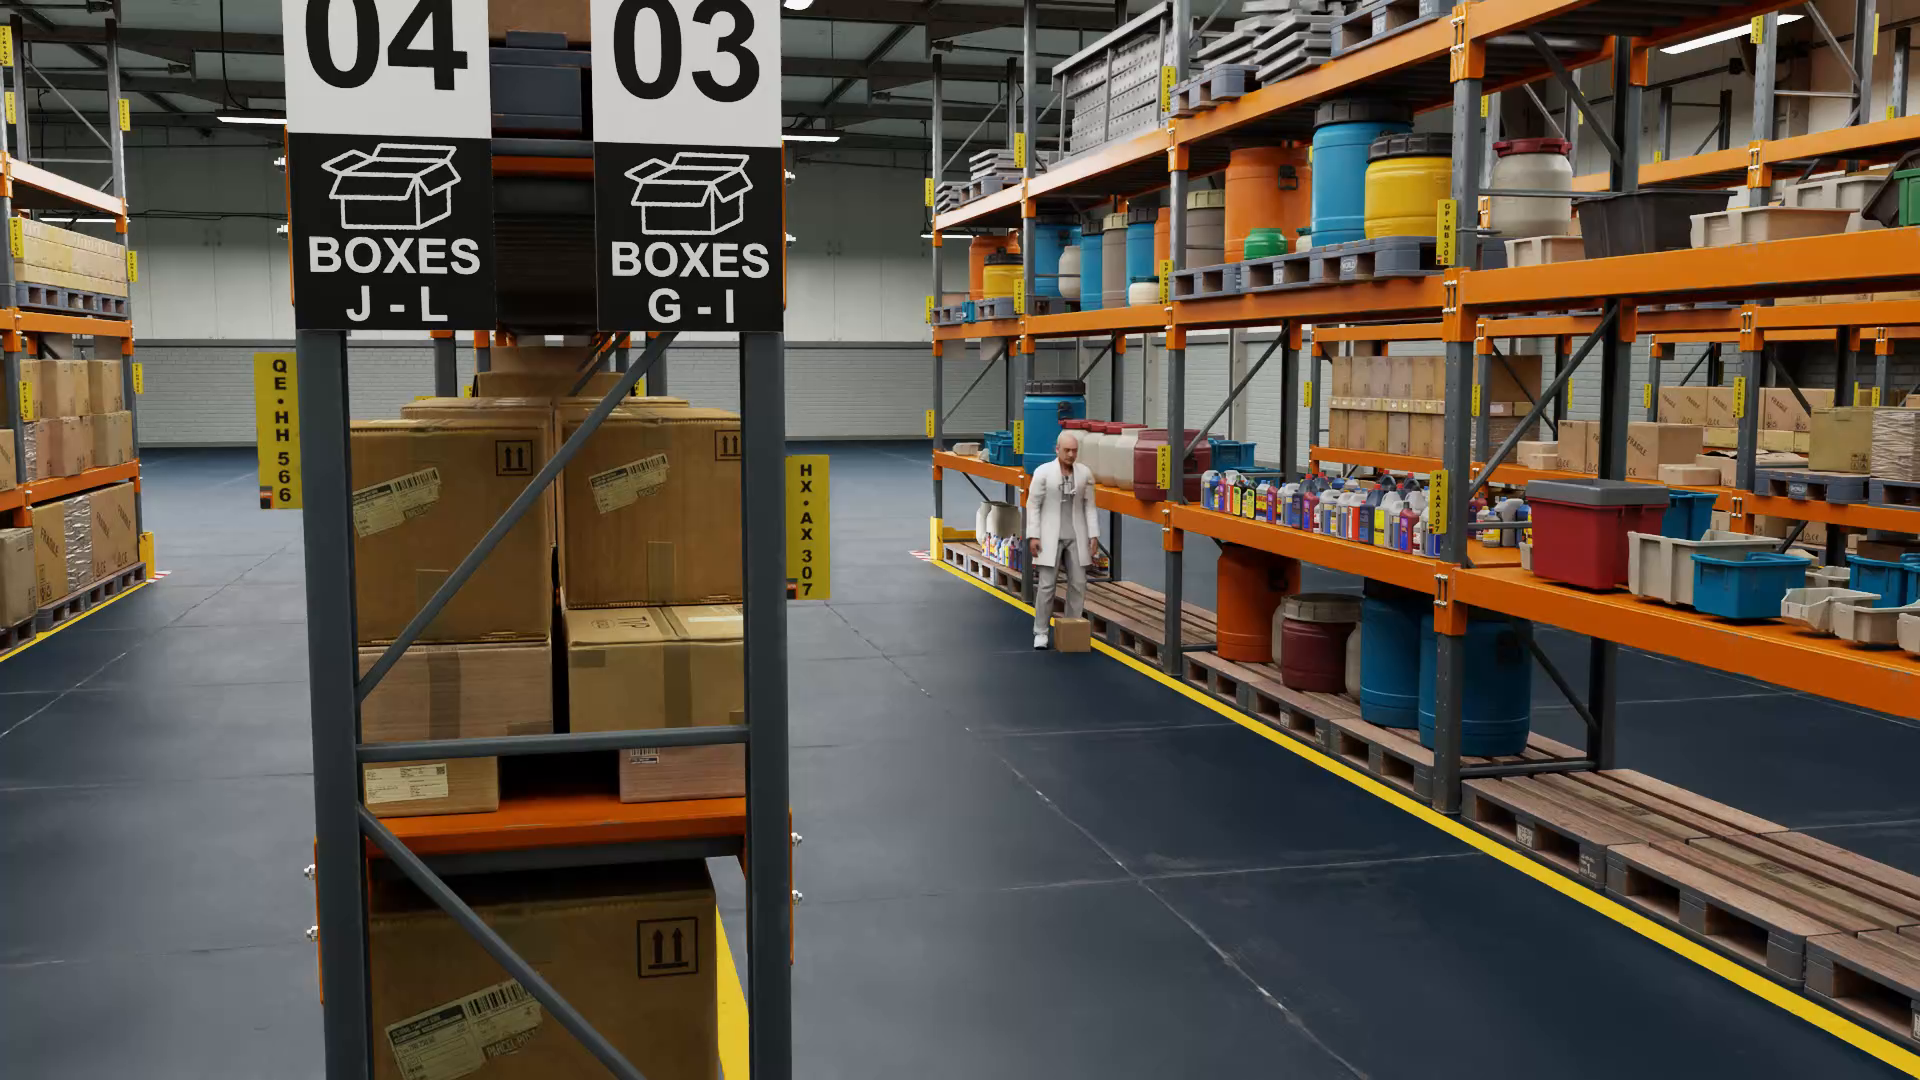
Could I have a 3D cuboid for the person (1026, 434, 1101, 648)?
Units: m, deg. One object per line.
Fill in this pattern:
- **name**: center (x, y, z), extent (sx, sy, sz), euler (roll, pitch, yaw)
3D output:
- **person**: center (0.861, 0.000, 13.884), extent (0.643, 1.774, 0.423), euler (-1, 6, -13)
